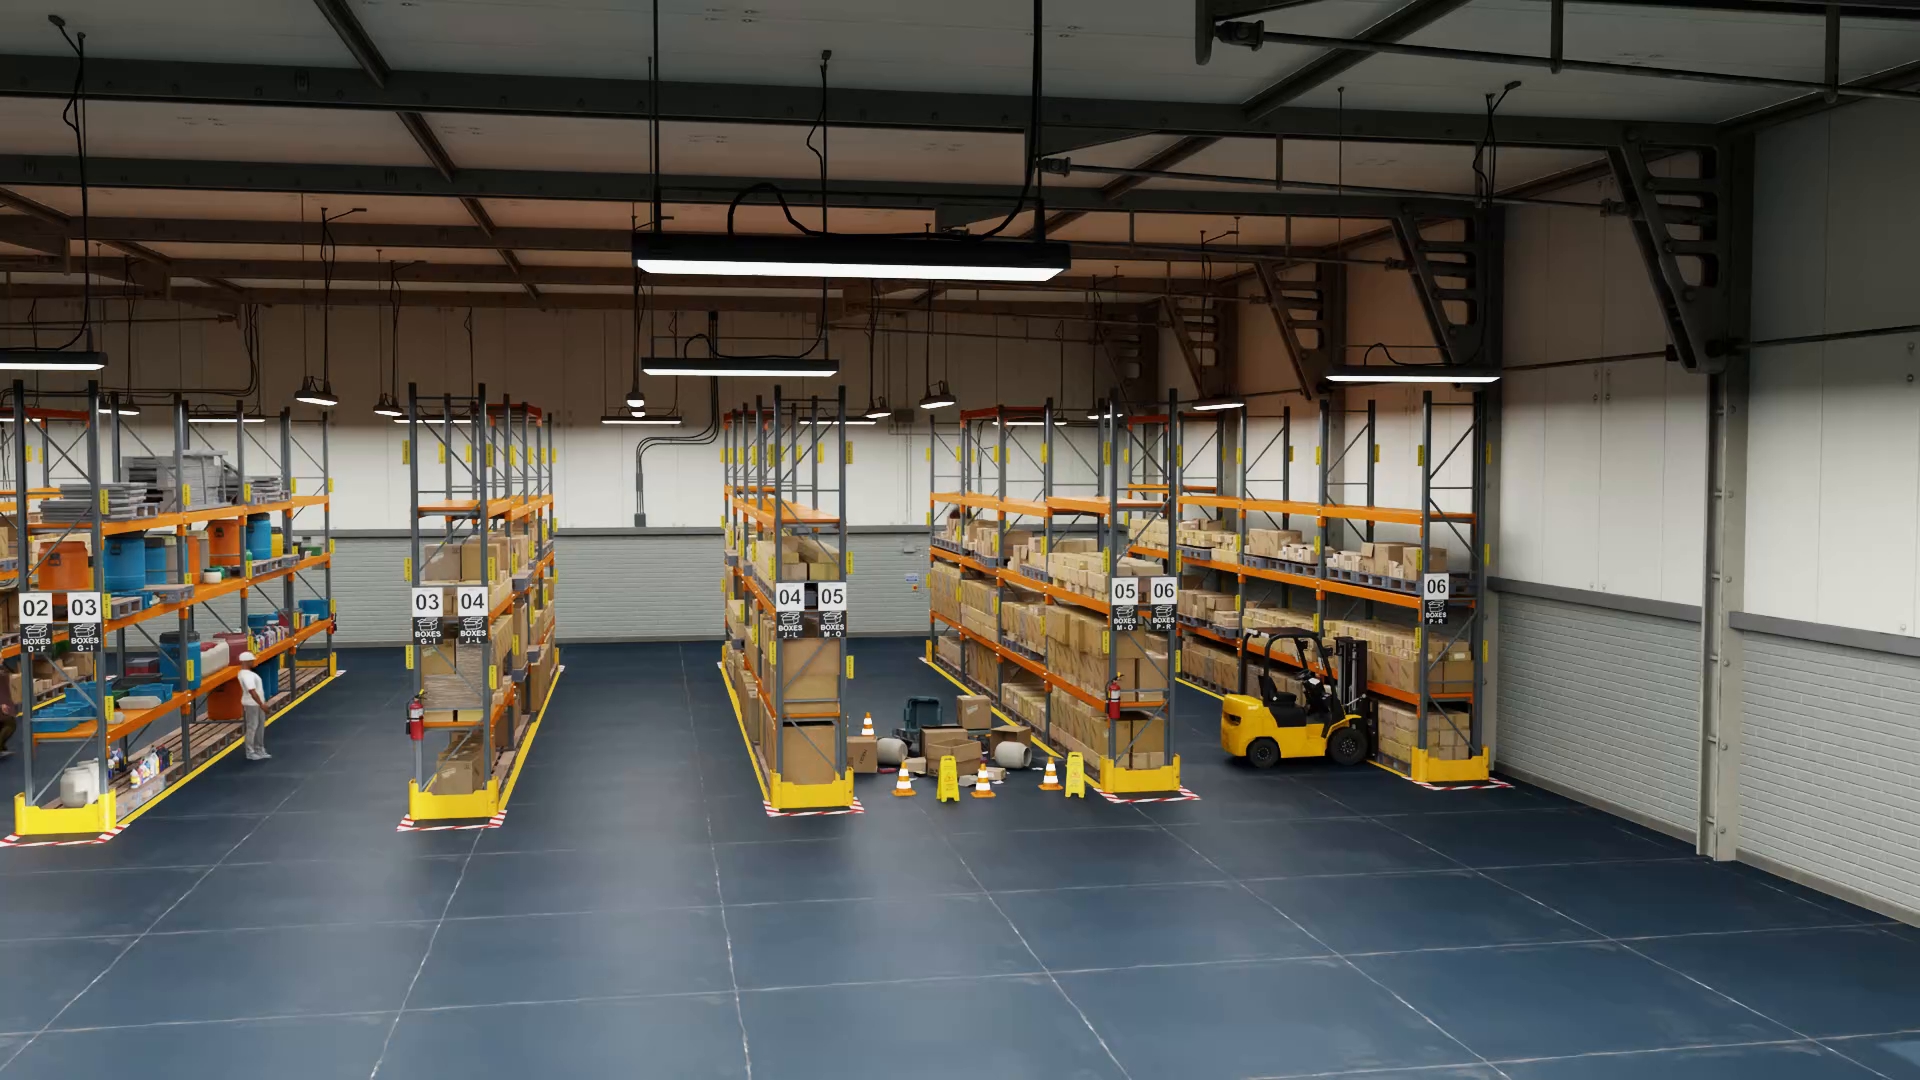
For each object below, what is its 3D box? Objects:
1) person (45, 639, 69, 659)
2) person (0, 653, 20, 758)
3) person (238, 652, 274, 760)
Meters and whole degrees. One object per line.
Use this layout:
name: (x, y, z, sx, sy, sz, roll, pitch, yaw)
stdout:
person: (-20.539, 2.207, 37.982, 0.679, 1.746, 0.844, 3, 4, 43)
person: (-15.809, 2.721, 27.383, 0.512, 1.784, 0.599, -3, 4, -43)
person: (-11.608, 2.740, 27.380, 0.617, 1.802, 0.585, 0, 3, 0)
